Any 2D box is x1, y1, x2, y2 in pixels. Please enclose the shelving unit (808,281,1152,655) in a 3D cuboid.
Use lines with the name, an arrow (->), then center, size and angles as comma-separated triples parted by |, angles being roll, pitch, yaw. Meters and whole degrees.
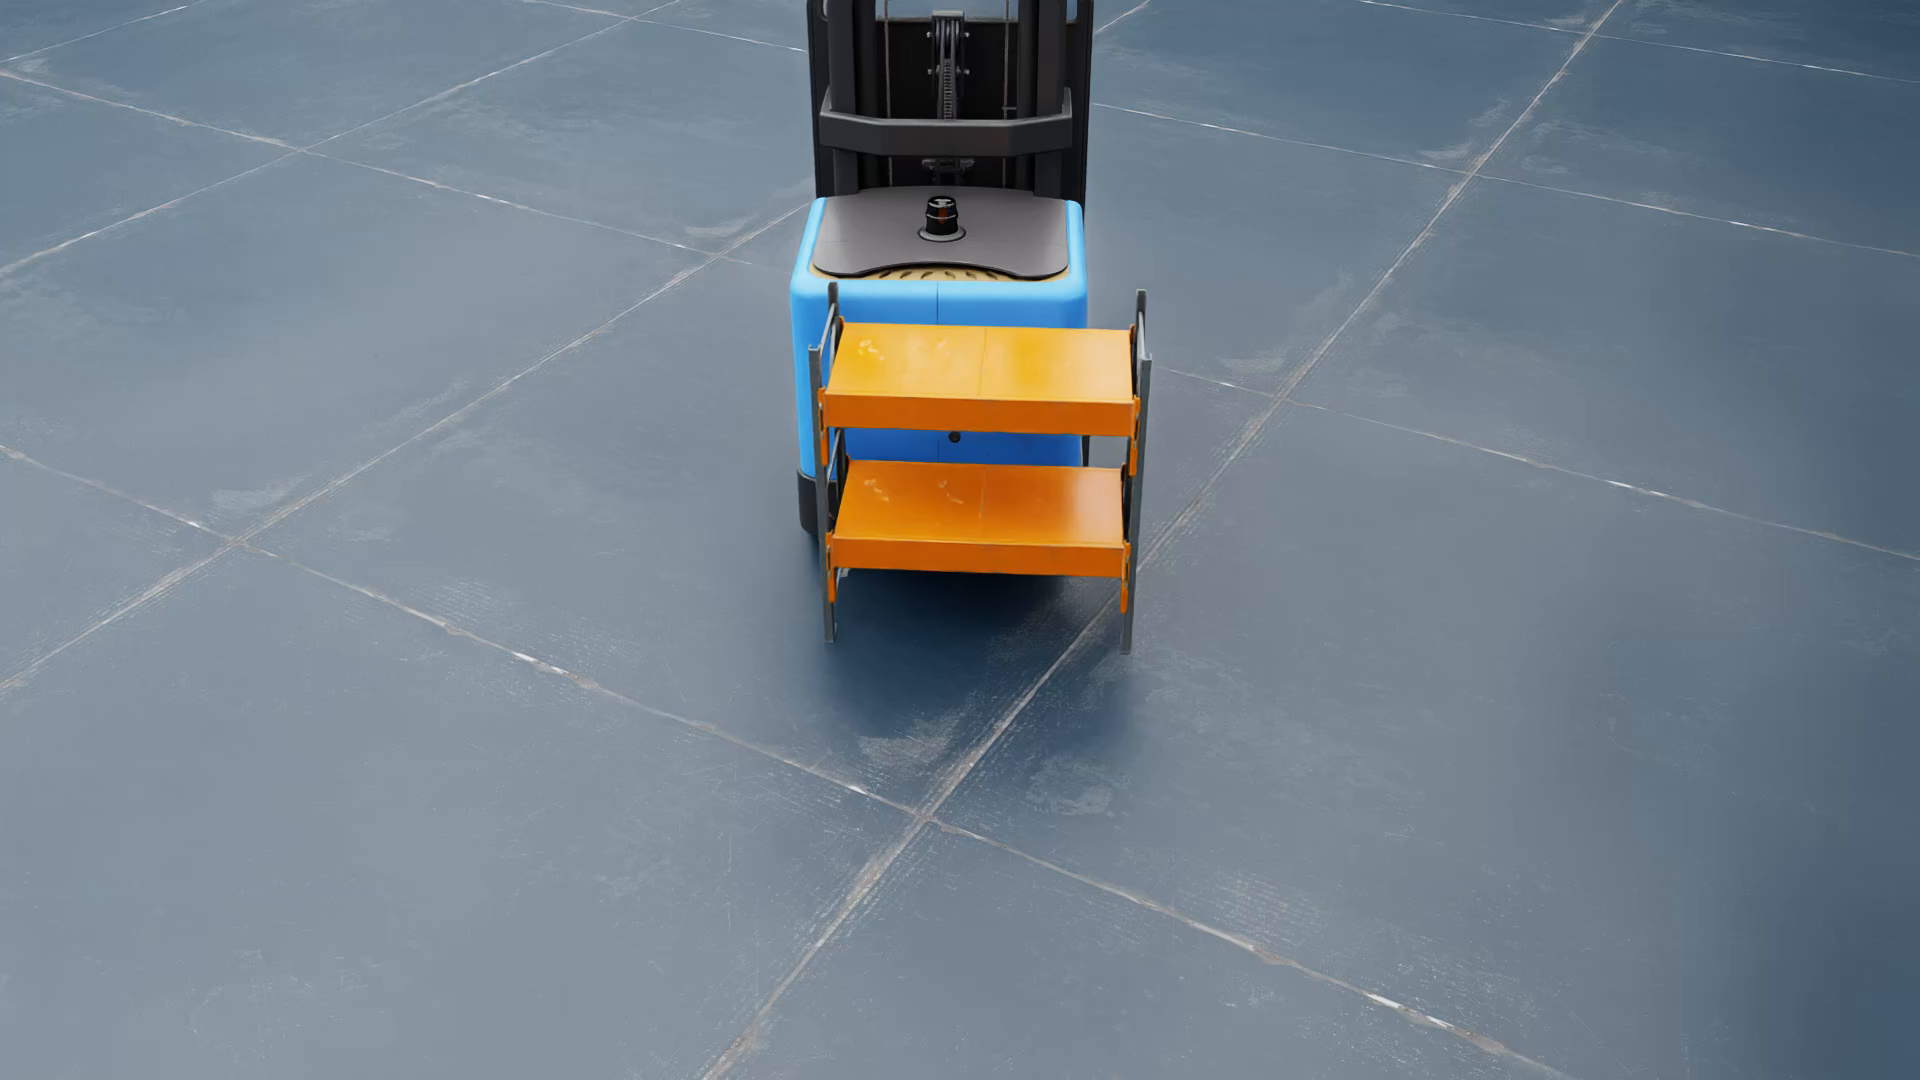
shelving unit -> 0.073, -0.233, 5.585 | 1.048, 1.125, 0.538 | 2, 34, 3

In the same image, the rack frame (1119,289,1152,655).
rack frame -> 0.580, -0.216, 5.559 | 0.032, 1.125, 0.500 | 2, 34, 3

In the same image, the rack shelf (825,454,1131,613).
rack shelf -> 0.073, -0.030, 5.721 | 1.000, 0.278, 0.538 | 2, 34, 3

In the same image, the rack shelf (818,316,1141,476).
rack shelf -> 0.073, -0.477, 5.423 | 1.000, 0.278, 0.538 | 2, 34, 3

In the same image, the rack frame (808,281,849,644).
rack frame -> -0.434, -0.251, 5.612 | 0.032, 1.125, 0.500 | 2, 34, 3

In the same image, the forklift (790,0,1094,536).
forklift -> -0.029, -2.004, 6.615 | 1.130, 2.935, 3.031 | 1, 34, 1
